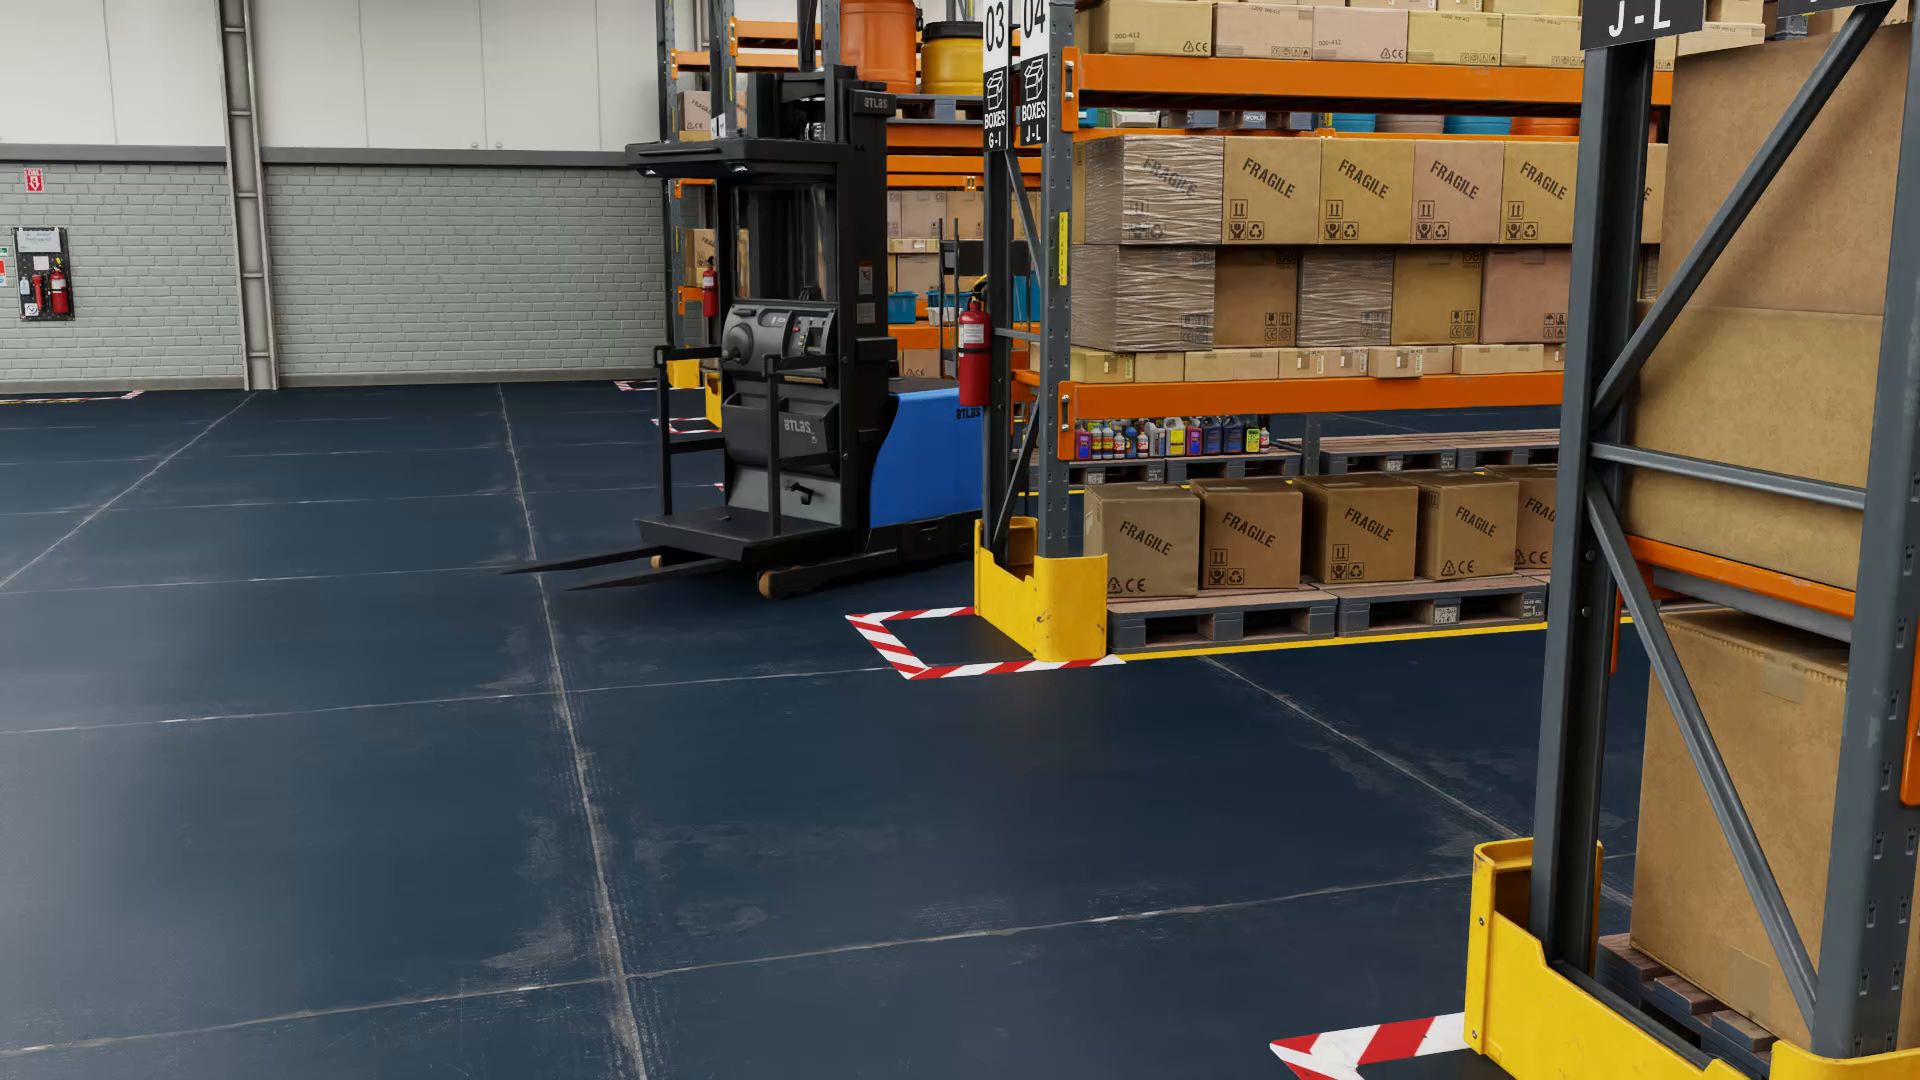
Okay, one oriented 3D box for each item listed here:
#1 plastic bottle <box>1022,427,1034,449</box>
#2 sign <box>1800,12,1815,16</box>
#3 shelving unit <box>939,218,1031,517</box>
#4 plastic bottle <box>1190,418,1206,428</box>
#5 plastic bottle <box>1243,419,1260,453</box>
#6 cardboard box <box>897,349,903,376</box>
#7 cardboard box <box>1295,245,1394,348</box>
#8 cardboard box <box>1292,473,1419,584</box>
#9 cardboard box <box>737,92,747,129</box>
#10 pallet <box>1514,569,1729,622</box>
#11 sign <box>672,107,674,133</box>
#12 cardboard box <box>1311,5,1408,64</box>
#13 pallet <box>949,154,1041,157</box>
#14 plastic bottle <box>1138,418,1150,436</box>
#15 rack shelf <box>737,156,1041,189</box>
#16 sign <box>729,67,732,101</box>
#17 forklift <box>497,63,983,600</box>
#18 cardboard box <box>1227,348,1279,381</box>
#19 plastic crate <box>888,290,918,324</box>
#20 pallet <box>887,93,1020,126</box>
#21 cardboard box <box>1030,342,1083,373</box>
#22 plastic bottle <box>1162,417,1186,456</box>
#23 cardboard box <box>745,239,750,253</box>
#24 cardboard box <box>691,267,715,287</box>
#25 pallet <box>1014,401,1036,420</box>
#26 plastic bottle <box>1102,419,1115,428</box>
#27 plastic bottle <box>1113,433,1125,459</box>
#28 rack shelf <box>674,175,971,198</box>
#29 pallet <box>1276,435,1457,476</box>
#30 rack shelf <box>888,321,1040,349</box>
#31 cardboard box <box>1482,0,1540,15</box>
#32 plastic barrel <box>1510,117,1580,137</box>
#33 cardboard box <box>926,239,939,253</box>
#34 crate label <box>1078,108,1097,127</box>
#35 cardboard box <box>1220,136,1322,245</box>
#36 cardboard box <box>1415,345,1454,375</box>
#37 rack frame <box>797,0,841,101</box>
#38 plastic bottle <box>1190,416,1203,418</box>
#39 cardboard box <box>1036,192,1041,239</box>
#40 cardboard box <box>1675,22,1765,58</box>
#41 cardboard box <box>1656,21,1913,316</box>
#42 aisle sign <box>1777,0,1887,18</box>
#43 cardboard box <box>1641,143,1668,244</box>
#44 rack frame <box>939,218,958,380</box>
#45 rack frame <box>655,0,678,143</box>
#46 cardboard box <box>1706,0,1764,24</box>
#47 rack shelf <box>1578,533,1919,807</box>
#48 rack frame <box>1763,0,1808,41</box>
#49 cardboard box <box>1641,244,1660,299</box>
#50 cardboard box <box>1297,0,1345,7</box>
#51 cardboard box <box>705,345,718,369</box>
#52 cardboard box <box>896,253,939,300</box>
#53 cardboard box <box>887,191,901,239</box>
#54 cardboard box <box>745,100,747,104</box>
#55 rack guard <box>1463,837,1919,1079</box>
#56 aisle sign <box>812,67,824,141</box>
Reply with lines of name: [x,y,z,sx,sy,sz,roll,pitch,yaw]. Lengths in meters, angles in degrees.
plastic bottle: [0.574,-0.868,13.988,0.097,0.201,0.097,0,10,0]
sign: [4.317,-2.835,8.449,0.005,0.325,0.100,-3,11,-16]
shelving unit: [0.159,-1.041,10.902,0.503,2.100,0.431,-3,11,-16]
plastic bottle: [1.986,-0.870,13.793,0.135,0.276,0.152,-3,11,-16]
plastic bottle: [2.404,-0.859,13.717,0.133,0.283,0.061,-2,11,-13]
cardboard box: [-0.915,-1.984,17.903,0.500,0.500,0.500,-3,11,-16]
cardboard box: [1.792,-1.280,8.615,0.500,0.500,0.875,-3,11,-16]
cardboard box: [2.093,-0.068,8.873,0.500,0.500,0.500,-2,11,-11]
cardboard box: [-2.902,-5.600,21.804,0.500,0.500,0.500,-3,11,-17]
pallet: [3.523,0.212,9.312,1.213,0.211,1.003,-3,11,-16]
sign: [-3.684,-5.391,21.347,0.005,0.325,0.100,-3,11,-16]
cardboard box: [1.823,-2.430,8.089,0.500,0.250,0.500,-3,11,-16]
pallet: [0.581,-4.306,18.111,1.213,0.211,1.003,-3,11,-16]
plastic bottle: [1.571,-0.943,14.204,0.097,0.271,0.097,0,10,0]
rack shelf: [-0.527,-3.942,17.877,4.000,0.370,1.077,-3,11,-16]
sign: [-2.298,-4.567,16.650,0.005,0.325,0.100,-3,11,-16]
forklift: [-1.202,-1.212,9.534,1.130,2.935,3.031,10,14,43]
cardboard box: [1.382,-0.882,8.248,0.250,0.149,0.380,-3,11,-16]
plastic crate: [-0.670,-1.862,13.289,0.616,0.251,0.499,-3,11,-16]
pallet: [-0.245,-3.265,12.736,1.213,0.211,1.003,-3,11,-16]
cardboard box: [0.534,-0.924,8.474,0.250,0.149,0.380,-3,11,-16]
plastic bottle: [1.742,-0.866,13.564,0.185,0.351,0.144,-3,11,-16]
cardboard box: [-2.134,-3.140,17.751,0.250,0.149,0.380,-3,11,-17]
cardboard box: [-3.279,-3.486,22.057,0.500,0.250,0.500,-3,11,-18]
pallet: [0.618,-1.518,18.707,1.213,0.211,1.003,-3,11,-16]
plastic bottle: [1.293,-0.974,14.156,0.185,0.351,0.144,-3,11,-16]
plastic bottle: [1.281,-0.763,13.422,0.097,0.201,0.097,0,10,0]
rack shelf: [-1.916,-4.803,22.554,4.000,0.370,1.077,-3,11,-16]
pallet: [3.517,-0.736,14.460,1.213,0.211,1.003,-3,11,-16]
rack shelf: [0.854,-1.606,13.470,4.000,0.370,1.077,-3,11,-16]
cardboard box: [2.663,-2.663,8.255,0.250,0.149,0.380,-2,11,-13]
plastic barrel: [5.137,-3.913,14.543,0.708,0.830,0.600,-3,11,-16]
cardboard box: [-0.282,-3.161,17.865,0.250,0.149,0.380,-3,11,-14]
crate label: [0.823,-3.298,12.800,0.408,0.251,0.502,-3,11,-16]
cardboard box: [1.404,-1.689,8.077,0.500,0.500,0.500,-3,11,-16]
cardboard box: [2.328,-0.941,8.569,0.250,0.149,0.380,-3,11,-16]
rack frame: [-1.067,-4.809,12.312,0.127,3.000,1.000,-3,11,-16]
plastic bottle: [2.043,-0.976,14.373,0.135,0.276,0.152,-3,11,-14]
cardboard box: [0.969,-3.586,18.379,0.500,0.500,0.700,-3,11,-16]
cardboard box: [3.793,-2.533,8.648,0.500,0.250,0.500,-3,11,-14]
cardboard box: [1.974,-0.747,3.421,0.550,0.550,0.875,-3,11,-16]
aisle sign: [1.623,-1.353,2.929,0.004,0.787,0.394,-3,11,-16]
cardboard box: [3.323,-1.791,8.629,0.500,0.500,0.500,-3,11,-16]
rack frame: [-0.075,-1.029,10.835,0.015,2.100,0.400,-3,11,-16]
rack frame: [-3.836,-6.531,21.667,0.127,3.000,1.000,-3,11,-16]
cardboard box: [3.927,-2.730,8.622,0.250,0.149,0.380,-3,11,-14]
rack shelf: [3.527,0.123,4.082,4.000,0.370,1.077,-3,11,-16]
rack frame: [4.158,-4.150,8.735,0.127,3.000,1.000,-3,11,-16]
cardboard box: [3.709,-1.383,9.177,0.500,0.500,0.875,-3,11,-16]
cardboard box: [1.647,-2.612,7.978,0.250,0.149,0.380,-3,11,-16]
cardboard box: [-3.146,-2.494,22.519,0.500,0.311,0.500,-4,11,-22]
cardboard box: [-0.510,-2.869,18.069,0.500,0.500,0.700,-3,11,-14]
cardboard box: [-0.958,-3.484,17.827,0.500,0.500,0.700,-3,11,-16]
cardboard box: [-1.895,-4.549,17.356,0.637,0.503,0.797,-2,11,-12]
rack guard: [1.584,1.101,3.687,0.348,0.500,1.175,-3,11,-16]
aisle sign: [-1.054,-3.082,12.324,0.004,0.787,0.394,-3,11,-16]
